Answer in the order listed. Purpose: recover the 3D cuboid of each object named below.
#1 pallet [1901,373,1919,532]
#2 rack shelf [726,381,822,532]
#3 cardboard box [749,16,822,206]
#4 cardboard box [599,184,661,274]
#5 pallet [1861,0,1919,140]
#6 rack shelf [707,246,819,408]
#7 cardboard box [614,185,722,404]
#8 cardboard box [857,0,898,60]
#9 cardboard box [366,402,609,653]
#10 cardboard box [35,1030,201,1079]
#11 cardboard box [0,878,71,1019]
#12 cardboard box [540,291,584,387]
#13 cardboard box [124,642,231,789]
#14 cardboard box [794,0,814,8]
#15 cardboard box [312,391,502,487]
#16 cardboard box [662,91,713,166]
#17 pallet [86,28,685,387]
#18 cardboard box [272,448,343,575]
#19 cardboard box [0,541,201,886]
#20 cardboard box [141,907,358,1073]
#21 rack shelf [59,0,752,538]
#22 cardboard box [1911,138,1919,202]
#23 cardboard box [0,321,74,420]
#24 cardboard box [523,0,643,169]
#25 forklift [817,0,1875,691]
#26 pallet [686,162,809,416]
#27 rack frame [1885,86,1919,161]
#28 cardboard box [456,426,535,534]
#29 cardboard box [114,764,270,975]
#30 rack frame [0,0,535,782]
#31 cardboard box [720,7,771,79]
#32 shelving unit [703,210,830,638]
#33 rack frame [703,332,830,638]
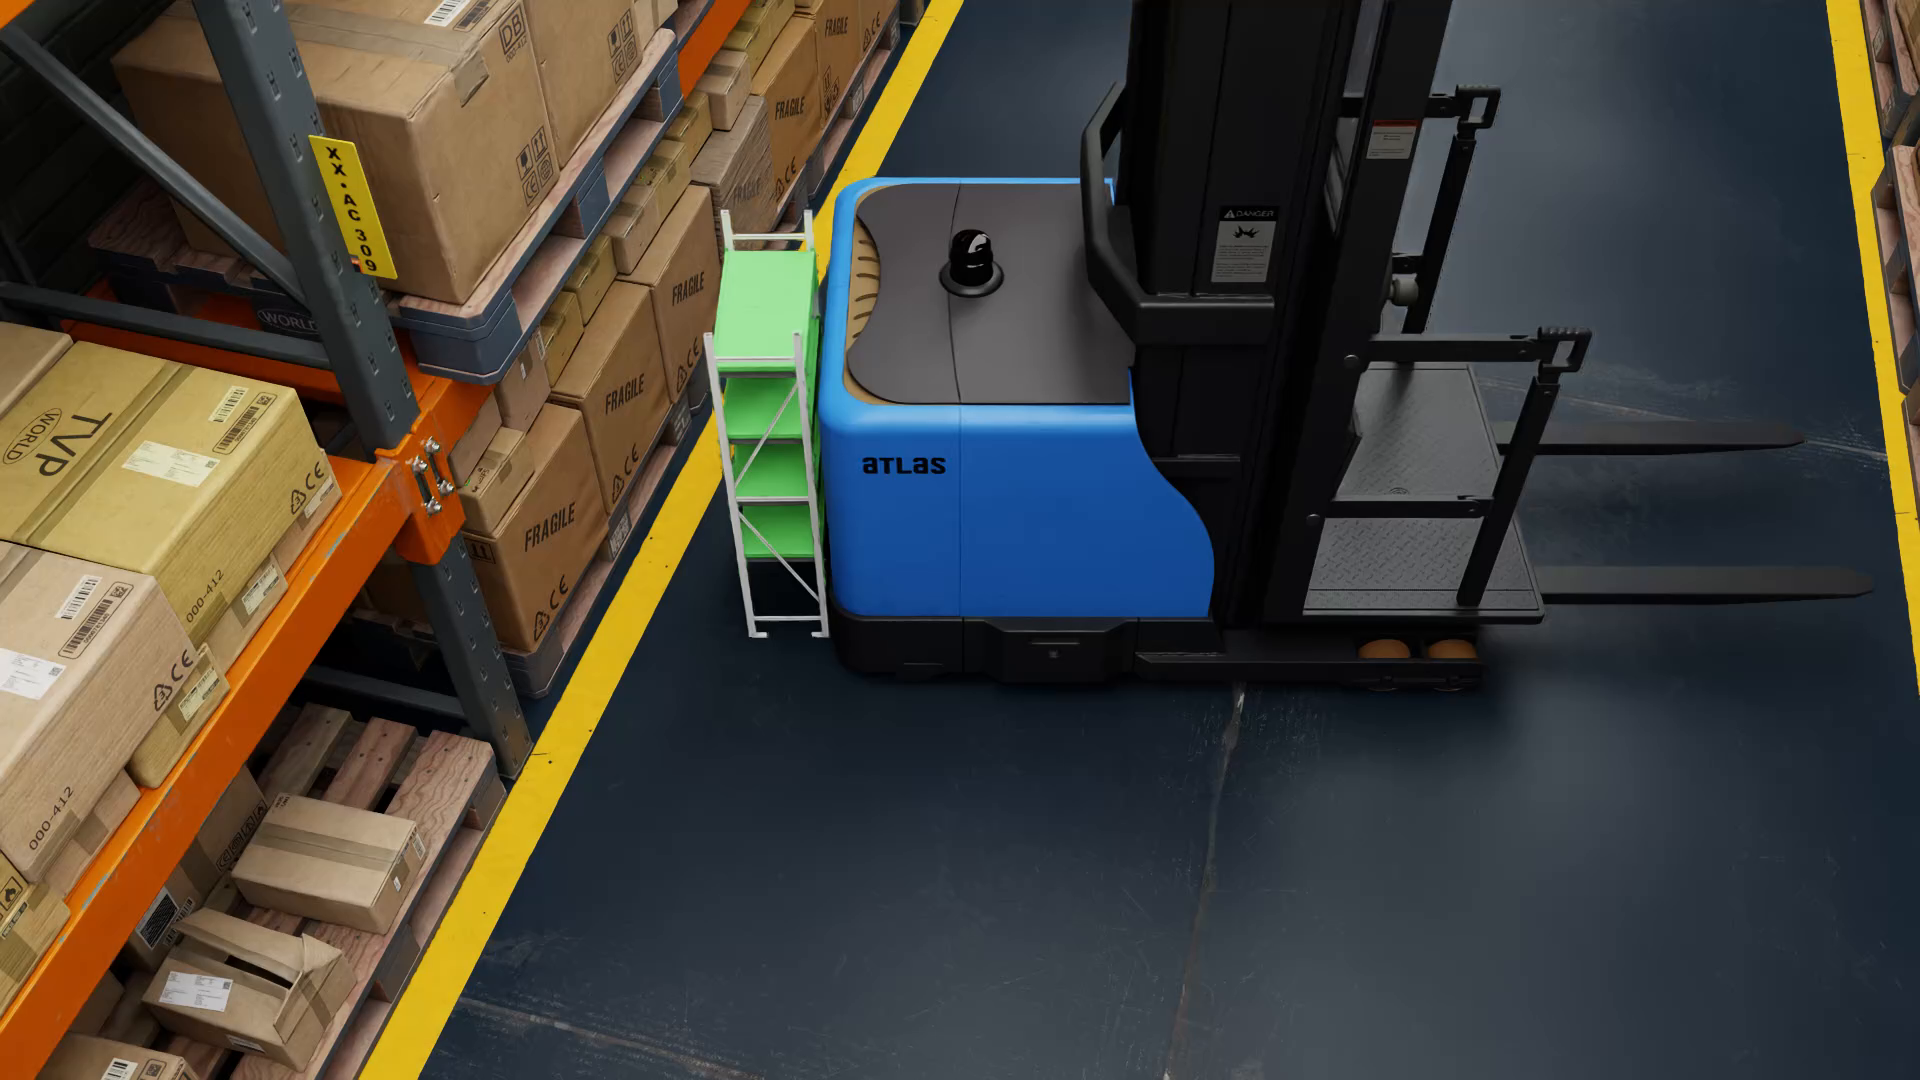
[{"bbox_3d":[3.531,-0.018,5.125,1.003,0.211,1.213,12,50,10],"label":"pallet"},{"bbox_3d":[-0.514,-0.251,4.756,0.258,0.148,0.480,0,49,0],"label":"rack shelf"},{"bbox_3d":[-0.836,-1.577,6.028,0.500,0.500,0.500,14,50,12],"label":"cardboard box"},{"bbox_3d":[-1.142,-0.970,5.060,0.380,0.149,0.250,11,50,10],"label":"cardboard box"},{"bbox_3d":[4.341,-2.018,6.890,1.003,0.211,1.213,12,50,10],"label":"pallet"},{"bbox_3d":[-0.514,-0.568,4.396,0.258,0.148,0.480,0,49,0],"label":"rack shelf"},{"bbox_3d":[-1.098,-0.824,5.363,0.500,0.500,0.500,10,49,9],"label":"cardboard box"},{"bbox_3d":[-0.559,-2.316,6.680,0.500,0.500,0.500,13,50,11],"label":"cardboard box"},{"bbox_3d":[-1.364,-0.076,4.704,0.500,0.500,0.500,14,50,12],"label":"cardboard box"},{"bbox_3d":[-1.973,1.337,3.456,0.700,0.500,0.500,10,49,9],"label":"cardboard box"},{"bbox_3d":[-1.777,0.665,2.830,0.380,0.149,0.250,11,49,9],"label":"cardboard box"},{"bbox_3d":[-1.302,-0.596,4.730,0.380,0.149,0.250,9,49,8],"label":"cardboard box"},{"bbox_3d":[-1.641,0.290,3.161,0.380,0.149,0.250,13,50,11],"label":"cardboard box"},{"bbox_3d":[-0.695,-2.086,6.045,0.380,0.149,0.250,10,49,9],"label":"cardboard box"},{"bbox_3d":[-1.416,-0.303,4.273,0.380,0.149,0.250,11,49,9],"label":"cardboard box"},{"bbox_3d":[-1.031,-1.350,5.396,0.380,0.149,0.250,12,50,10],"label":"cardboard box"},{"bbox_3d":[-1.393,-0.952,4.218,1.003,0.211,1.213,12,50,10],"label":"pallet"},{"bbox_3d":[-1.549,-0.095,3.501,0.380,0.149,0.250,12,50,11],"label":"cardboard box"},{"bbox_3d":[-1.725,0.274,2.909,0.500,0.250,0.500,12,50,10],"label":"cardboard box"},{"bbox_3d":[-1.666,1.026,3.887,0.396,0.266,0.258,13,50,11],"label":"cardboard box"},{"bbox_3d":[-1.182,-1.668,5.201,1.077,0.370,4.000,12,50,10],"label":"rack shelf"},{"bbox_3d":[3.872,-1.328,5.559,0.875,0.875,0.875,11,50,10],"label":"cardboard box"},{"bbox_3d":[-2.099,-0.203,3.330,0.500,0.250,0.500,11,50,10],"label":"cardboard box"},{"bbox_3d":[-1.229,-1.311,4.060,0.700,0.500,0.500,12,50,10],"label":"cardboard box"},{"bbox_3d":[1.146,-0.930,4.116,3.031,2.935,1.130,0,49,0],"label":"forklift"},{"bbox_3d":[-1.212,-1.017,6.007,1.003,0.211,1.213,12,50,10],"label":"pallet"},{"bbox_3d":[4.134,-2.375,5.346,1.000,3.000,0.127,12,50,10],"label":"rack frame"},{"bbox_3d":[-1.357,-0.192,4.374,0.380,0.149,0.250,14,50,12],"label":"cardboard box"},{"bbox_3d":[-2.110,0.723,4.125,0.500,0.311,0.500,13,50,11],"label":"cardboard box"},{"bbox_3d":[-1.708,-0.459,3.654,1.000,3.000,0.127,12,50,10],"label":"rack frame"},{"bbox_3d":[-0.873,-1.724,5.725,0.380,0.149,0.250,11,49,9],"label":"cardboard box"},{"bbox_3d":[-0.514,-0.293,4.708,0.258,1.200,0.503,0,49,0],"label":"shelving unit"},{"bbox_3d":[-0.512,-0.110,4.547,0.240,1.200,0.015,0,49,0],"label":"rack frame"}]
